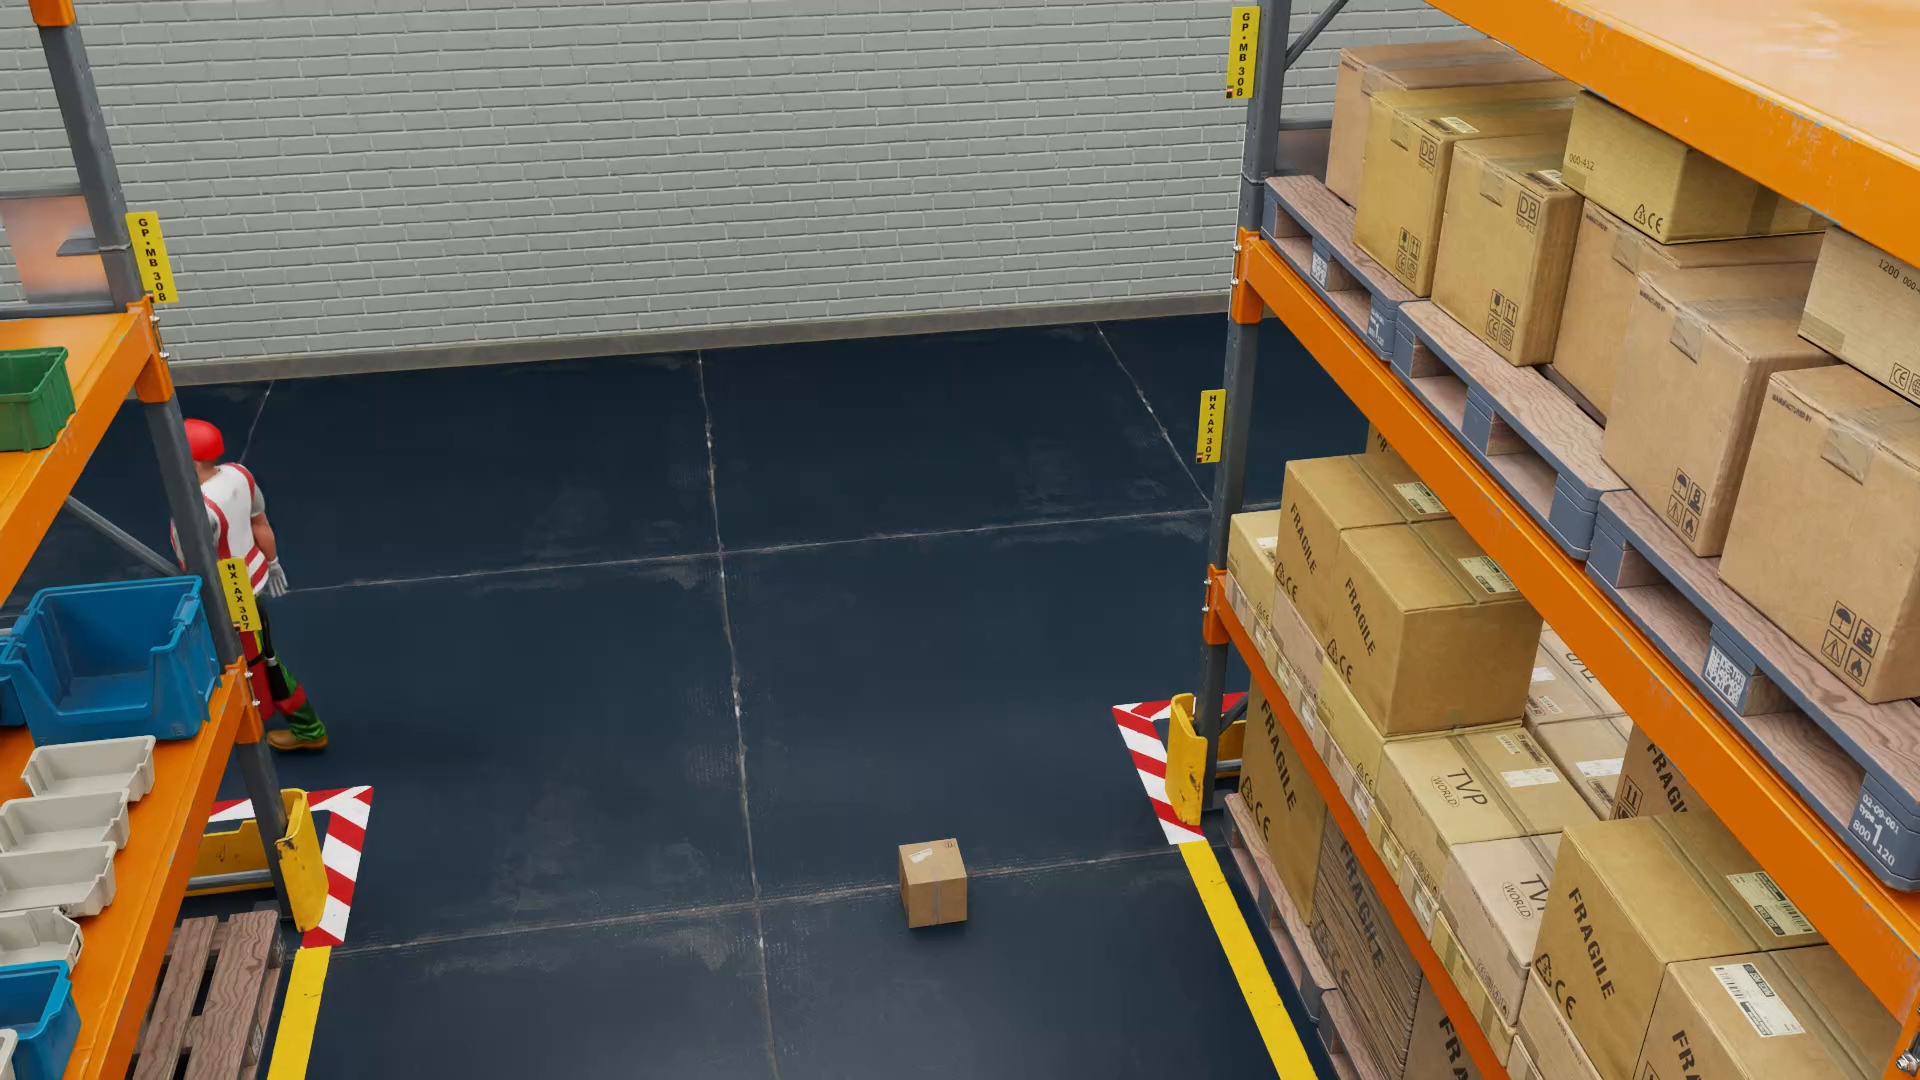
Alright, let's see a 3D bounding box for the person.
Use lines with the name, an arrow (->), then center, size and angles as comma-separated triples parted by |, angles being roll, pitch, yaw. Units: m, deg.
person -> -3.455, 0.251, 7.687 | 0.765, 1.811, 0.579 | 1, 30, 2
